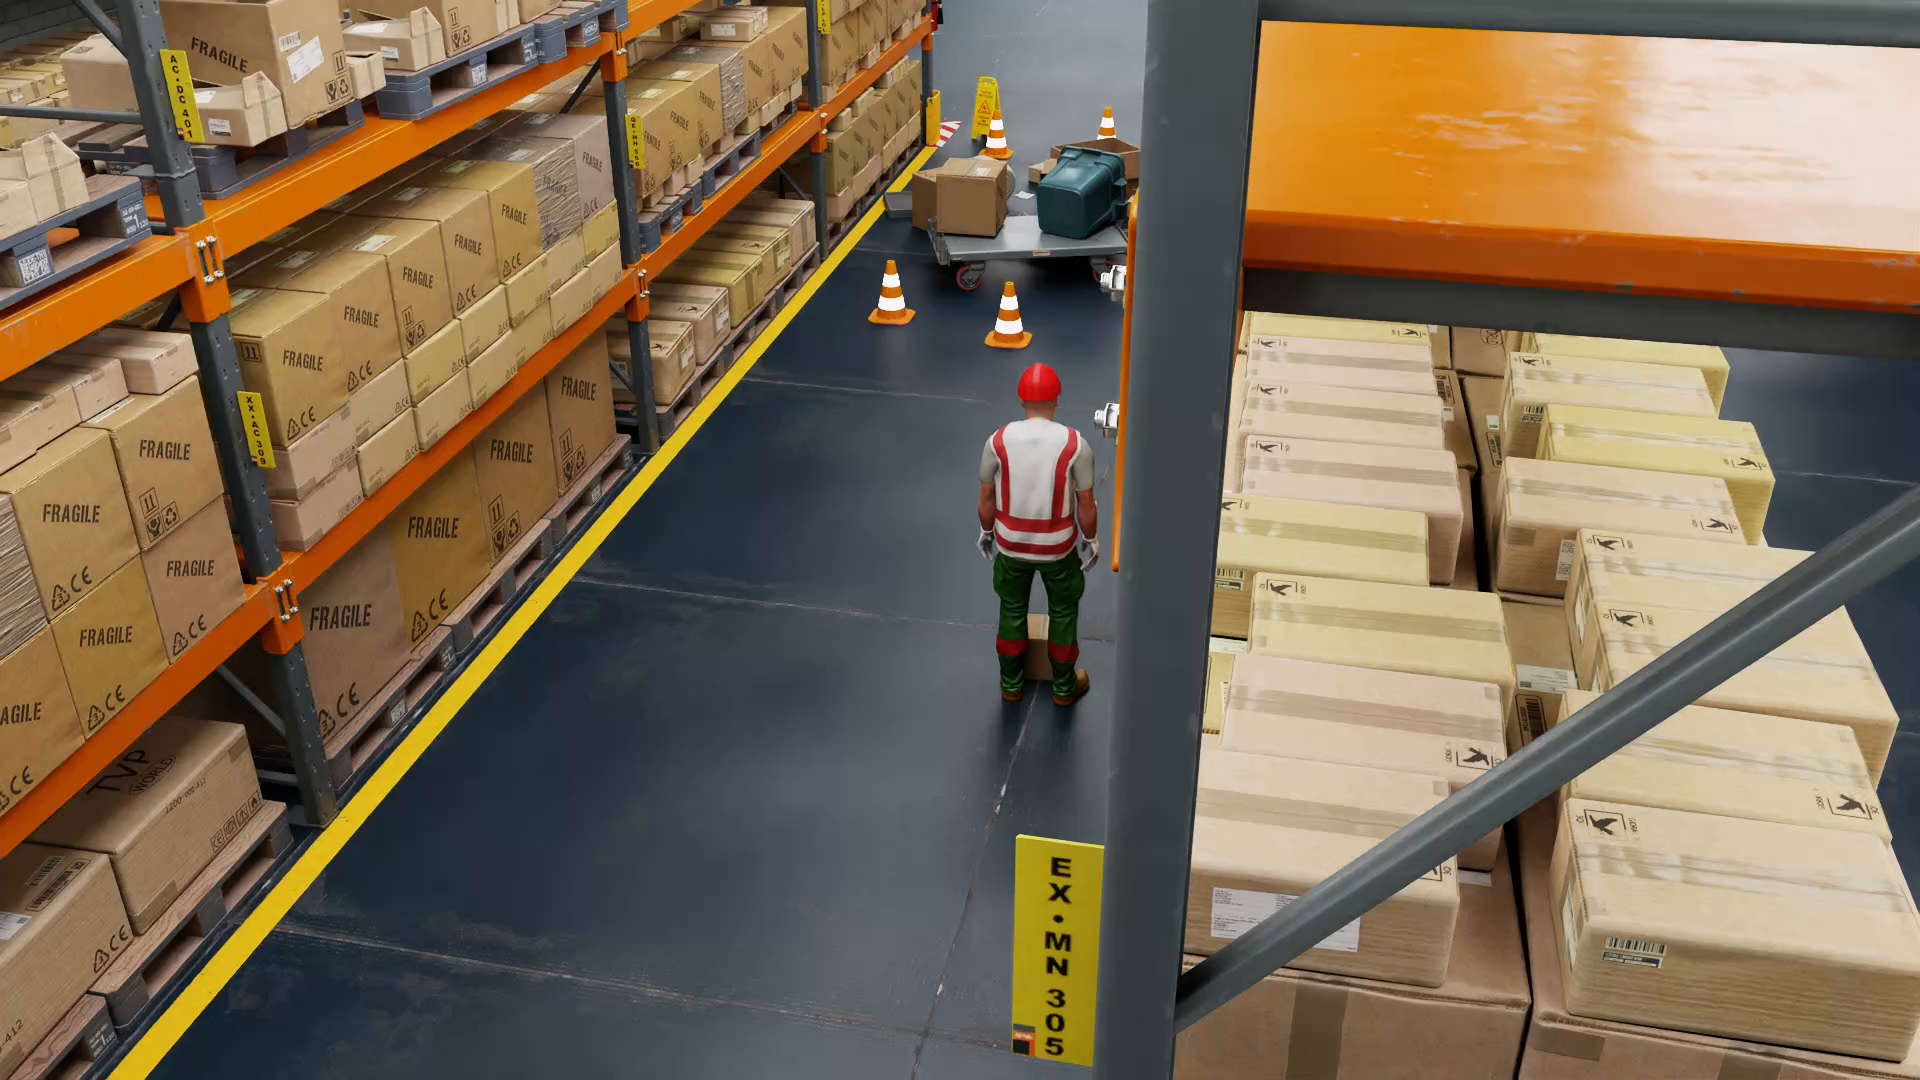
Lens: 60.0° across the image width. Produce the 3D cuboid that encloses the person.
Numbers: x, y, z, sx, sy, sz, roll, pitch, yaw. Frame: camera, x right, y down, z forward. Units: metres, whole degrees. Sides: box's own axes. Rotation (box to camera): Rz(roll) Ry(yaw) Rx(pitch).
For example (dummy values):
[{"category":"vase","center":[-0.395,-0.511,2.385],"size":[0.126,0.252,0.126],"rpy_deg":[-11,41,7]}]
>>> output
[{"category":"person","center":[0.385,-0.001,8.113],"size":[0.604,1.775,0.451],"rpy_deg":[6,29,10]}]
